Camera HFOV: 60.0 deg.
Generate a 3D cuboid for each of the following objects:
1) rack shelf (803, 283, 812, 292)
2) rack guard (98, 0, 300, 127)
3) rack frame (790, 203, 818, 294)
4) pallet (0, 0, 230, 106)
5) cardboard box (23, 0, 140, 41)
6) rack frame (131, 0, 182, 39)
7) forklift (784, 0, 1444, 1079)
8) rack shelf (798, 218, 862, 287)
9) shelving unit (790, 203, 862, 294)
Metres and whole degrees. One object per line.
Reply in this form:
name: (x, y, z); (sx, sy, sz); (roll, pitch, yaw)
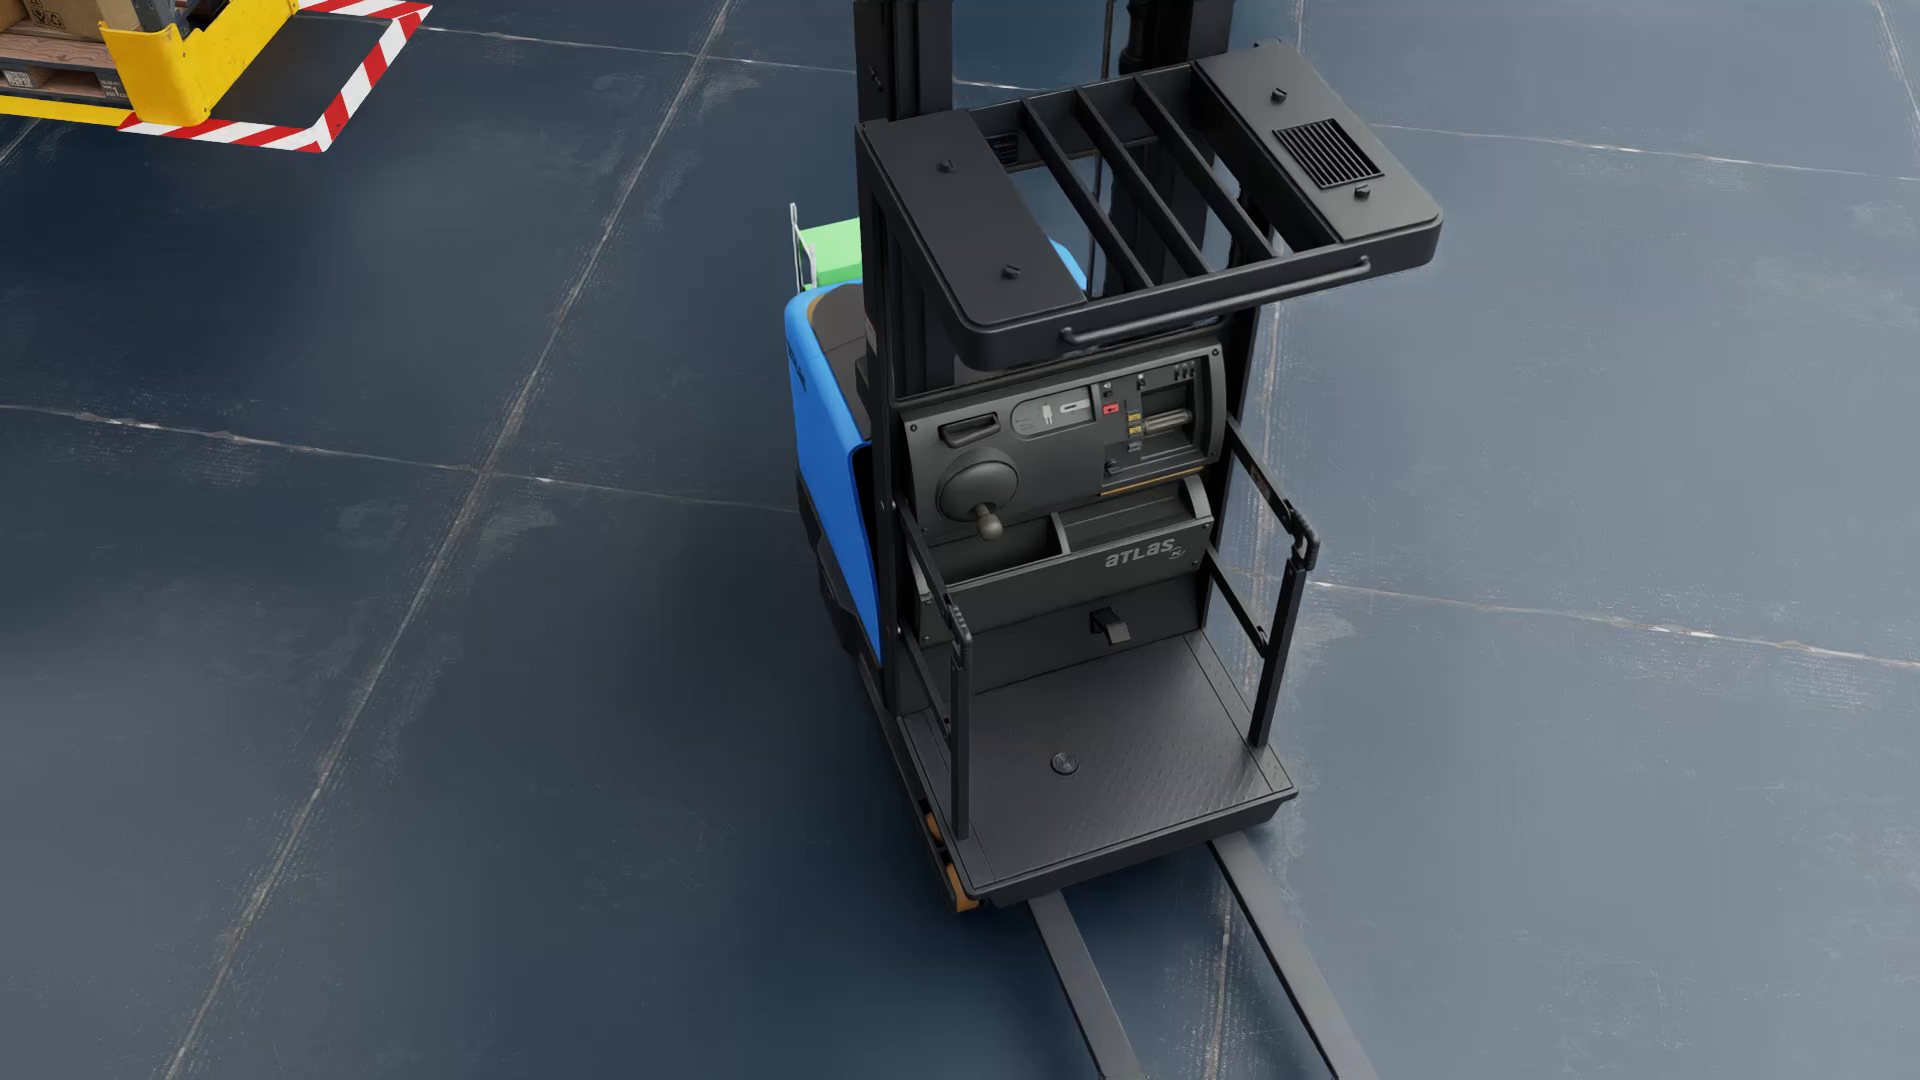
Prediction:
rack shelf: (-0.302, -0.842, 5.963); (0.480, 0.148, 0.258); (-15, 50, -13)
rack guard: (-3.748, -2.608, 8.257); (0.348, 0.500, 1.175); (8, 49, 7)
rack frame: (-0.531, -0.661, 6.038); (0.015, 1.200, 0.240); (-15, 50, -13)
pallet: (-4.541, -2.645, 8.484); (1.213, 0.211, 1.003); (8, 49, 7)
cardboard box: (-4.285, -2.833, 8.177); (0.500, 0.500, 0.500); (16, 50, 14)
rack frame: (-3.673, -3.433, 7.318); (0.127, 3.000, 1.000); (8, 49, 7)
forklift: (0.374, -0.173, 4.435); (1.130, 2.935, 3.031); (-15, 50, -13)
rack shelf: (-0.302, -1.003, 5.785); (0.480, 0.148, 0.258); (-15, 50, -13)
shelving unit: (-0.302, -0.725, 6.094); (0.503, 1.200, 0.258); (-15, 50, -13)
